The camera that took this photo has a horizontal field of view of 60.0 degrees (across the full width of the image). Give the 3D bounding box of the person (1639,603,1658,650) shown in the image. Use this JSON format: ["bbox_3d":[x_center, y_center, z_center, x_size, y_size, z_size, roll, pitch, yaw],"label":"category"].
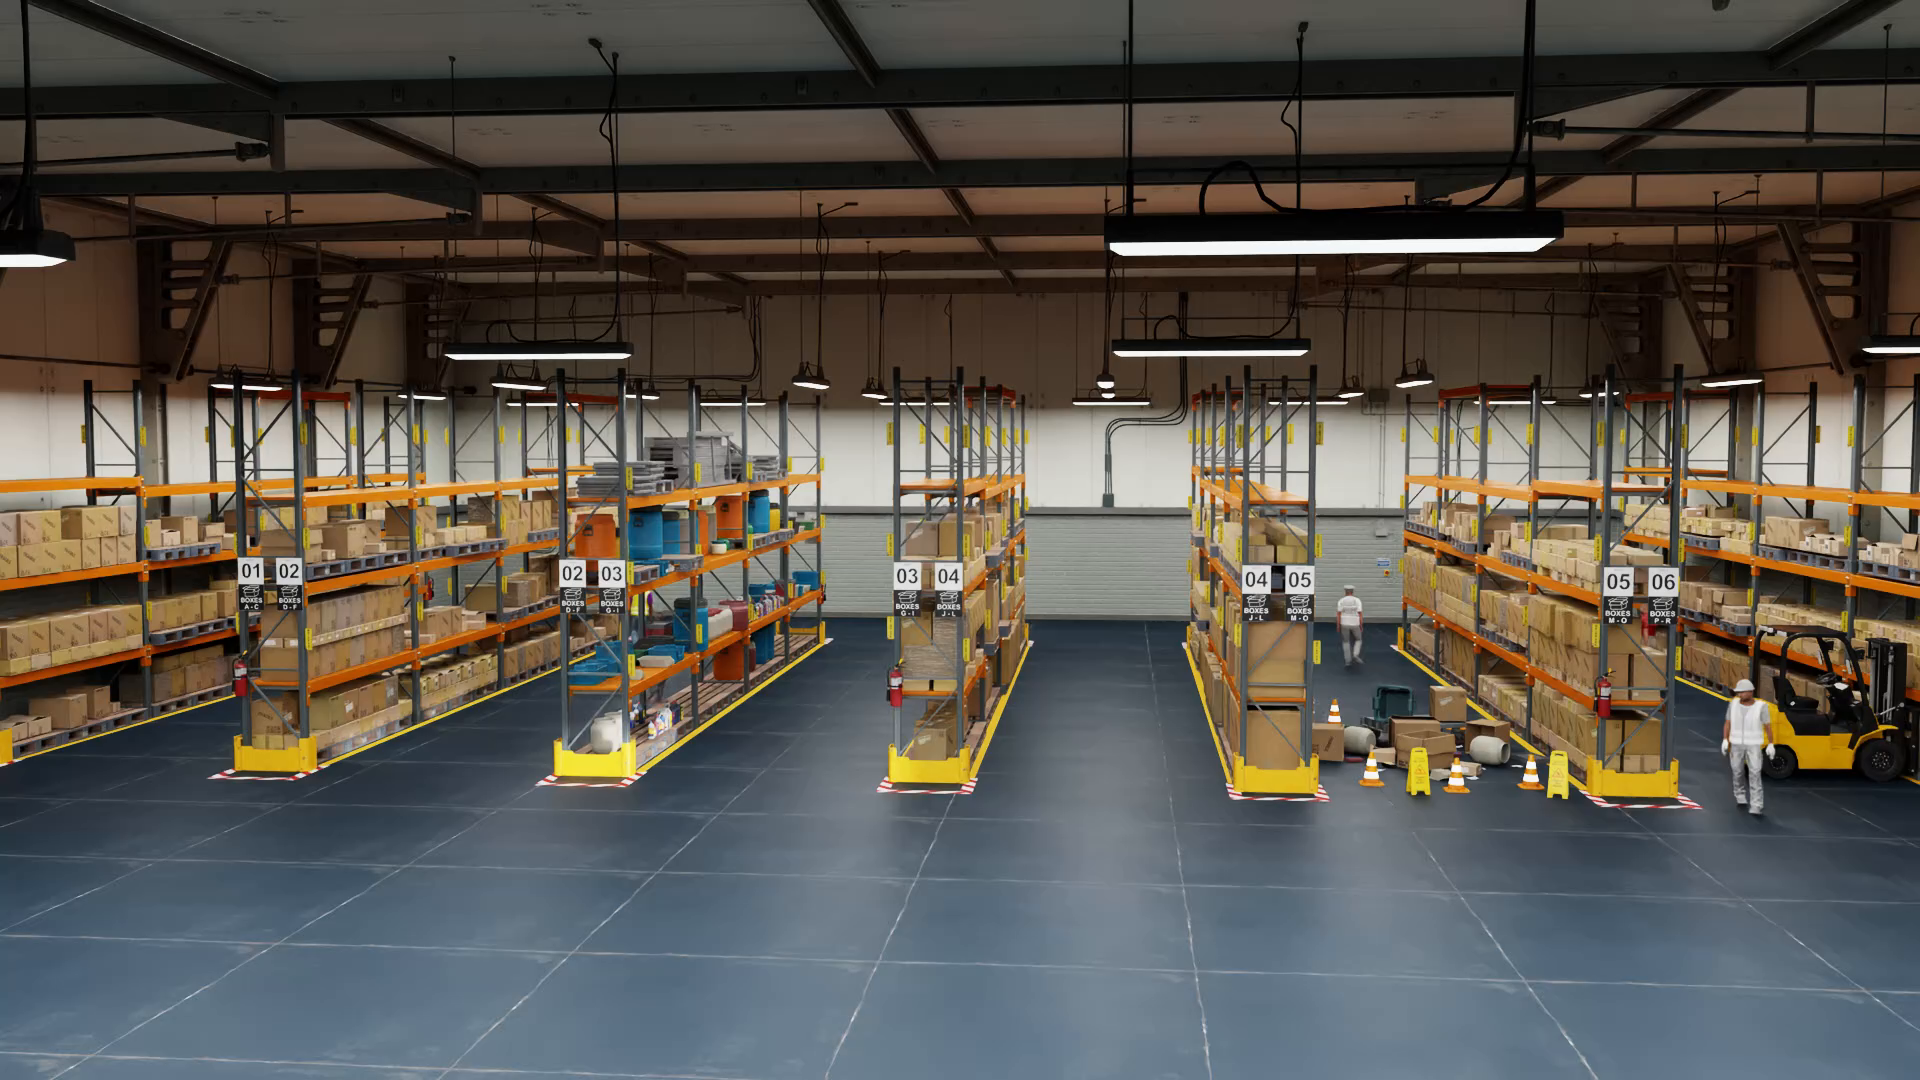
[{"bbox_3d":[13.644,2.120,32.956,0.547,1.774,0.549,-1,4,-15],"label":"person"}]

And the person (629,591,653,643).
[{"bbox_3d":[-7.347,1.741,38.158,0.611,1.761,0.478,0,4,7],"label":"person"}]

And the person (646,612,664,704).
[{"bbox_3d":[-5.433,2.128,29.902,0.491,1.641,0.437,-1,4,-21],"label":"person"}]

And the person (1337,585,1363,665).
[{"bbox_3d":[8.524,1.871,36.323,0.581,1.755,0.521,1,4,12],"label":"person"}]

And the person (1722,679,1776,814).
[{"bbox_3d":[10.541,2.746,22.263,0.628,1.758,0.813,3,5,41],"label":"person"}]
